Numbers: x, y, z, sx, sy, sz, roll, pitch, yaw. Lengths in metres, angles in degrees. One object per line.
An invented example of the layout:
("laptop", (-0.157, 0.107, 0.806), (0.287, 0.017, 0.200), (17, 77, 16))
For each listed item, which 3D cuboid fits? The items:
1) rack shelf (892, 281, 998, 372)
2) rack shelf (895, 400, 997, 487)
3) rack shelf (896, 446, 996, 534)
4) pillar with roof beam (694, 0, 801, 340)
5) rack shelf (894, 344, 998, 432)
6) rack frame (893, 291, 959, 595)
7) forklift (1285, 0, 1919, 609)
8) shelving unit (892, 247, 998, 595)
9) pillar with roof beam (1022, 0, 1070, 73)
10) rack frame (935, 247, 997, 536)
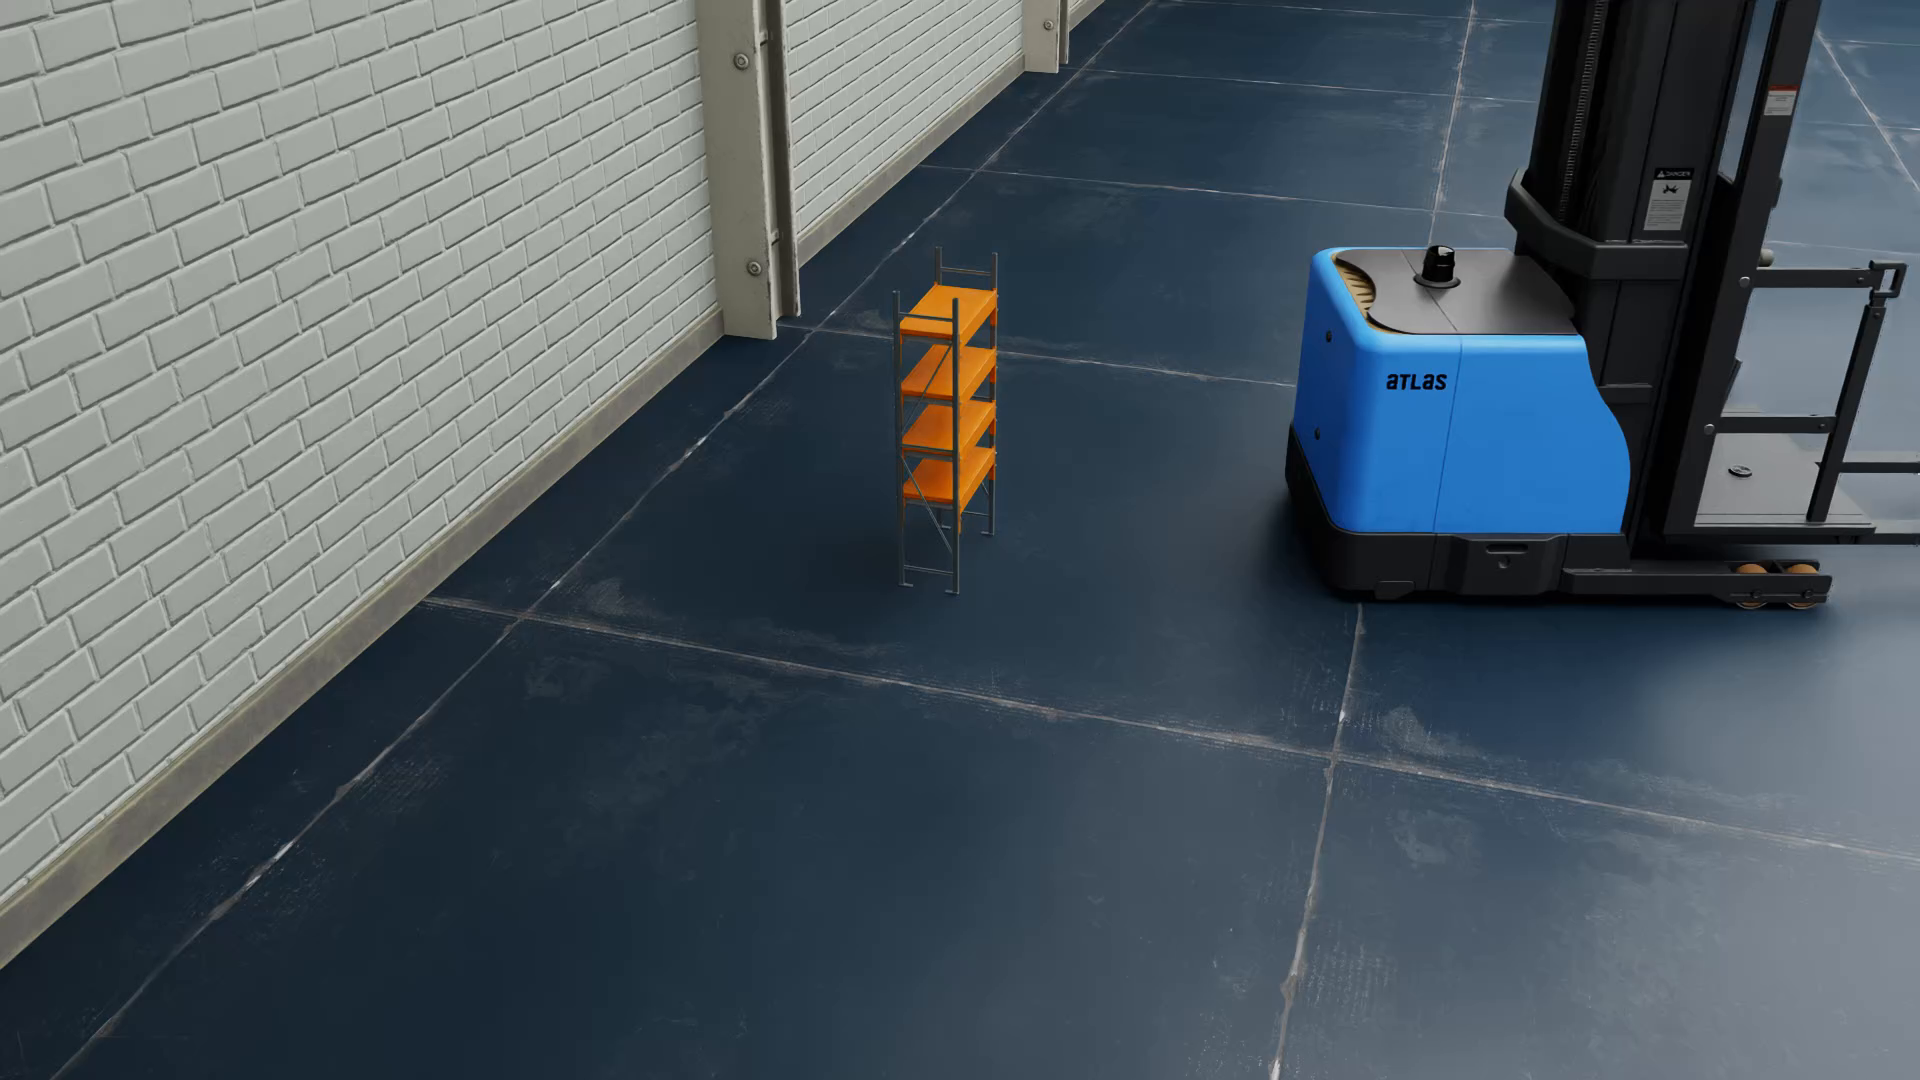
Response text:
("rack shelf", (-0.049, -0.791, 6.129), (0.258, 0.148, 0.480), (8, 30, 15))
("rack shelf", (-0.049, -0.389, 6.353), (0.258, 0.148, 0.480), (8, 30, 15))
("rack shelf", (-0.049, -0.215, 6.449), (0.258, 0.148, 0.480), (8, 30, 15))
("pillar with roof beam", (3.057, -4.468, 5.525), (9.100, 9.000, 0.400), (8, 30, 15))
("rack shelf", (-0.049, -0.584, 6.244), (0.258, 0.148, 0.480), (8, 30, 15))
("rack frame", (-0.120, -0.334, 6.116), (0.240, 1.200, 0.015), (8, 30, 15))
("forklift", (2.897, -1.280, 6.037), (3.031, 2.935, 1.130), (0, 29, 0))
("shelving unit", (-0.049, -0.447, 6.320), (0.258, 1.200, 0.503), (8, 30, 15))
("pillar with roof beam", (4.818, -7.257, 10.538), (9.100, 9.000, 0.400), (8, 30, 15))
("rack frame", (0.023, -0.561, 6.524), (0.240, 1.200, 0.015), (8, 30, 15))
